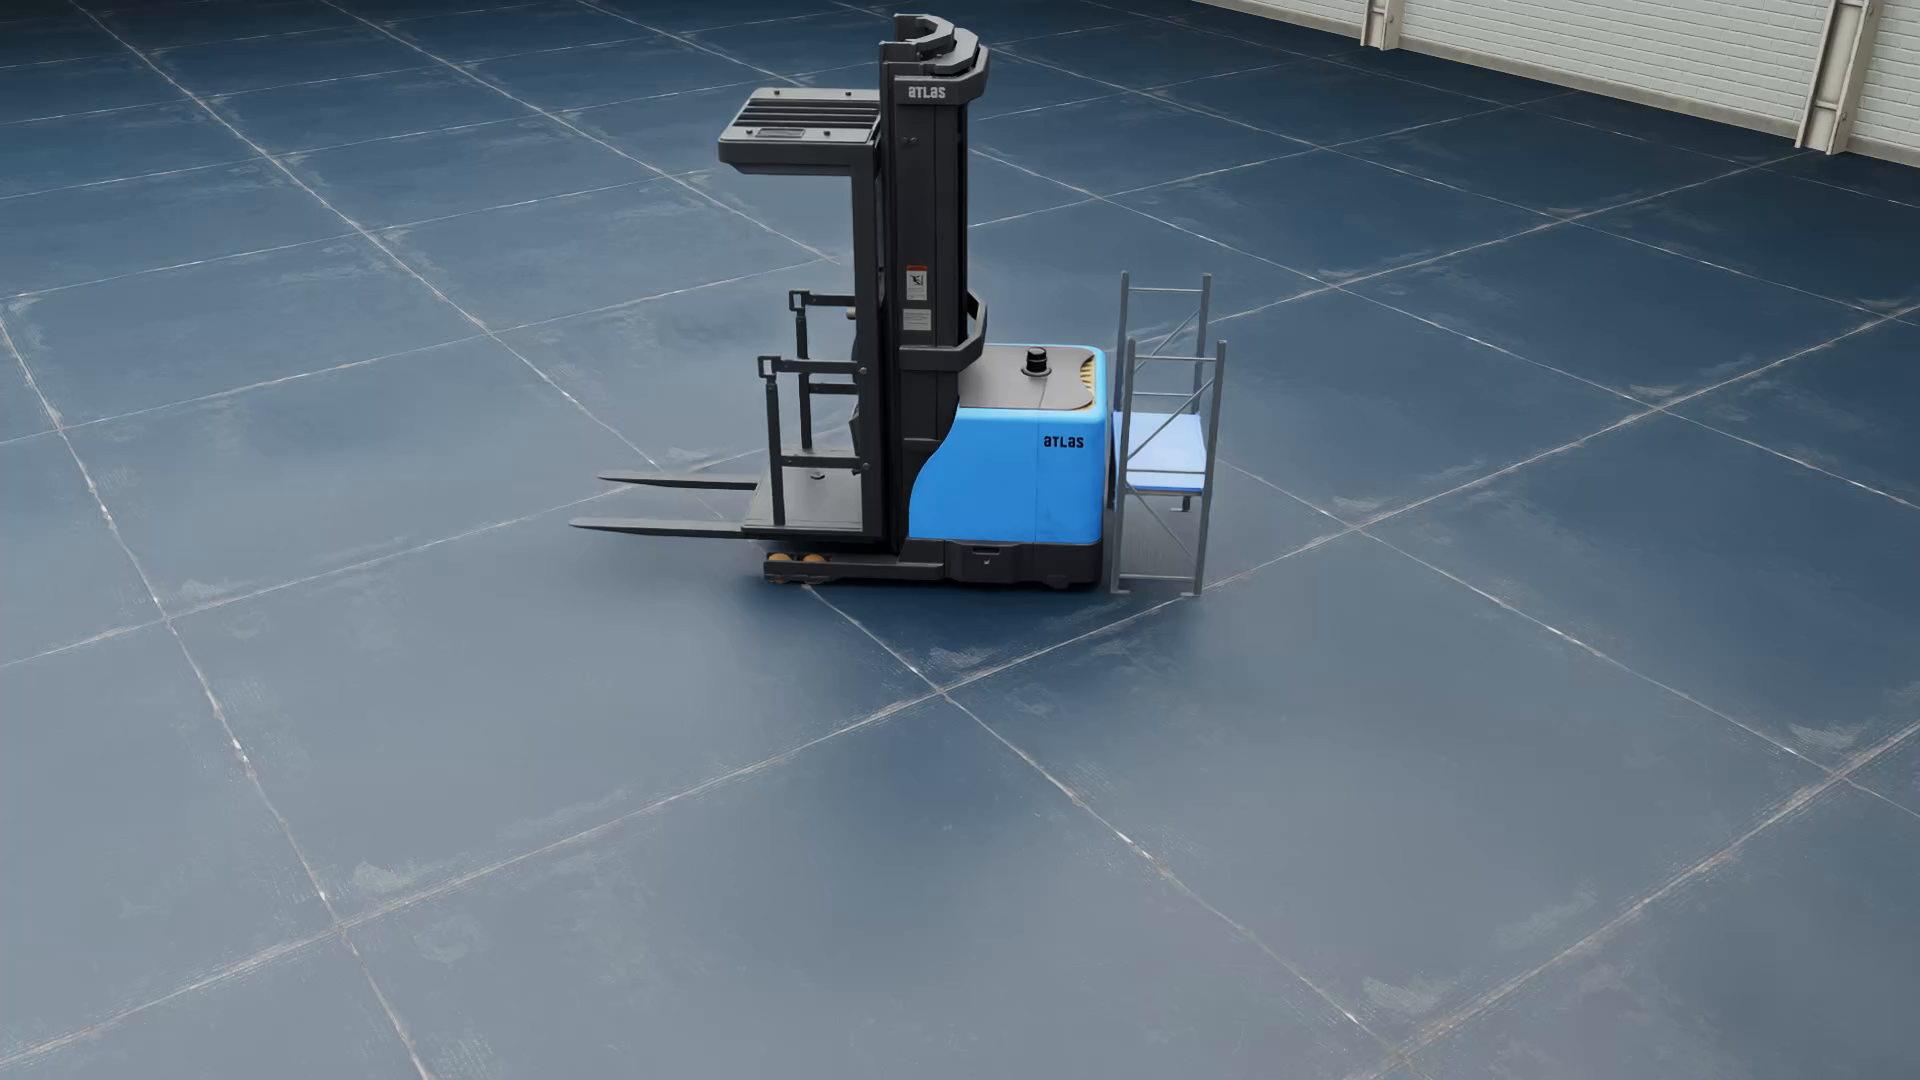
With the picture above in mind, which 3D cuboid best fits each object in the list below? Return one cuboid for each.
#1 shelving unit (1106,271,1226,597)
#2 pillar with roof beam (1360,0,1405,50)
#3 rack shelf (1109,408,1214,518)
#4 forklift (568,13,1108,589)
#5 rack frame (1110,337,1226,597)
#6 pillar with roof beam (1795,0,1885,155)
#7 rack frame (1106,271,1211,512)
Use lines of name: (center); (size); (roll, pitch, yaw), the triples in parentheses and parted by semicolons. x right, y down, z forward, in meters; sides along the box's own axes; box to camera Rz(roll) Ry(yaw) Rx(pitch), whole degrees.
shelving unit: (1.122, -0.603, 9.280); (0.538, 1.500, 1.048); (2, 29, 2)
pillar with roof beam: (1.921, -9.148, 17.166); (9.100, 9.000, 0.400); (-19, 34, -31)
rack shelf: (1.119, -0.445, 9.366); (0.538, 0.185, 1.000); (2, 29, 2)
forklift: (-0.694, -1.286, 9.047); (3.031, 2.935, 1.130); (2, 29, 4)
rack frame: (1.093, -0.361, 8.834); (0.500, 1.500, 0.032); (2, 29, 2)
pillar with roof beam: (5.401, -6.816, 12.871); (9.100, 9.000, 0.400); (-19, 34, -31)
rack frame: (1.151, -0.845, 9.726); (0.500, 1.500, 0.032); (2, 29, 2)
